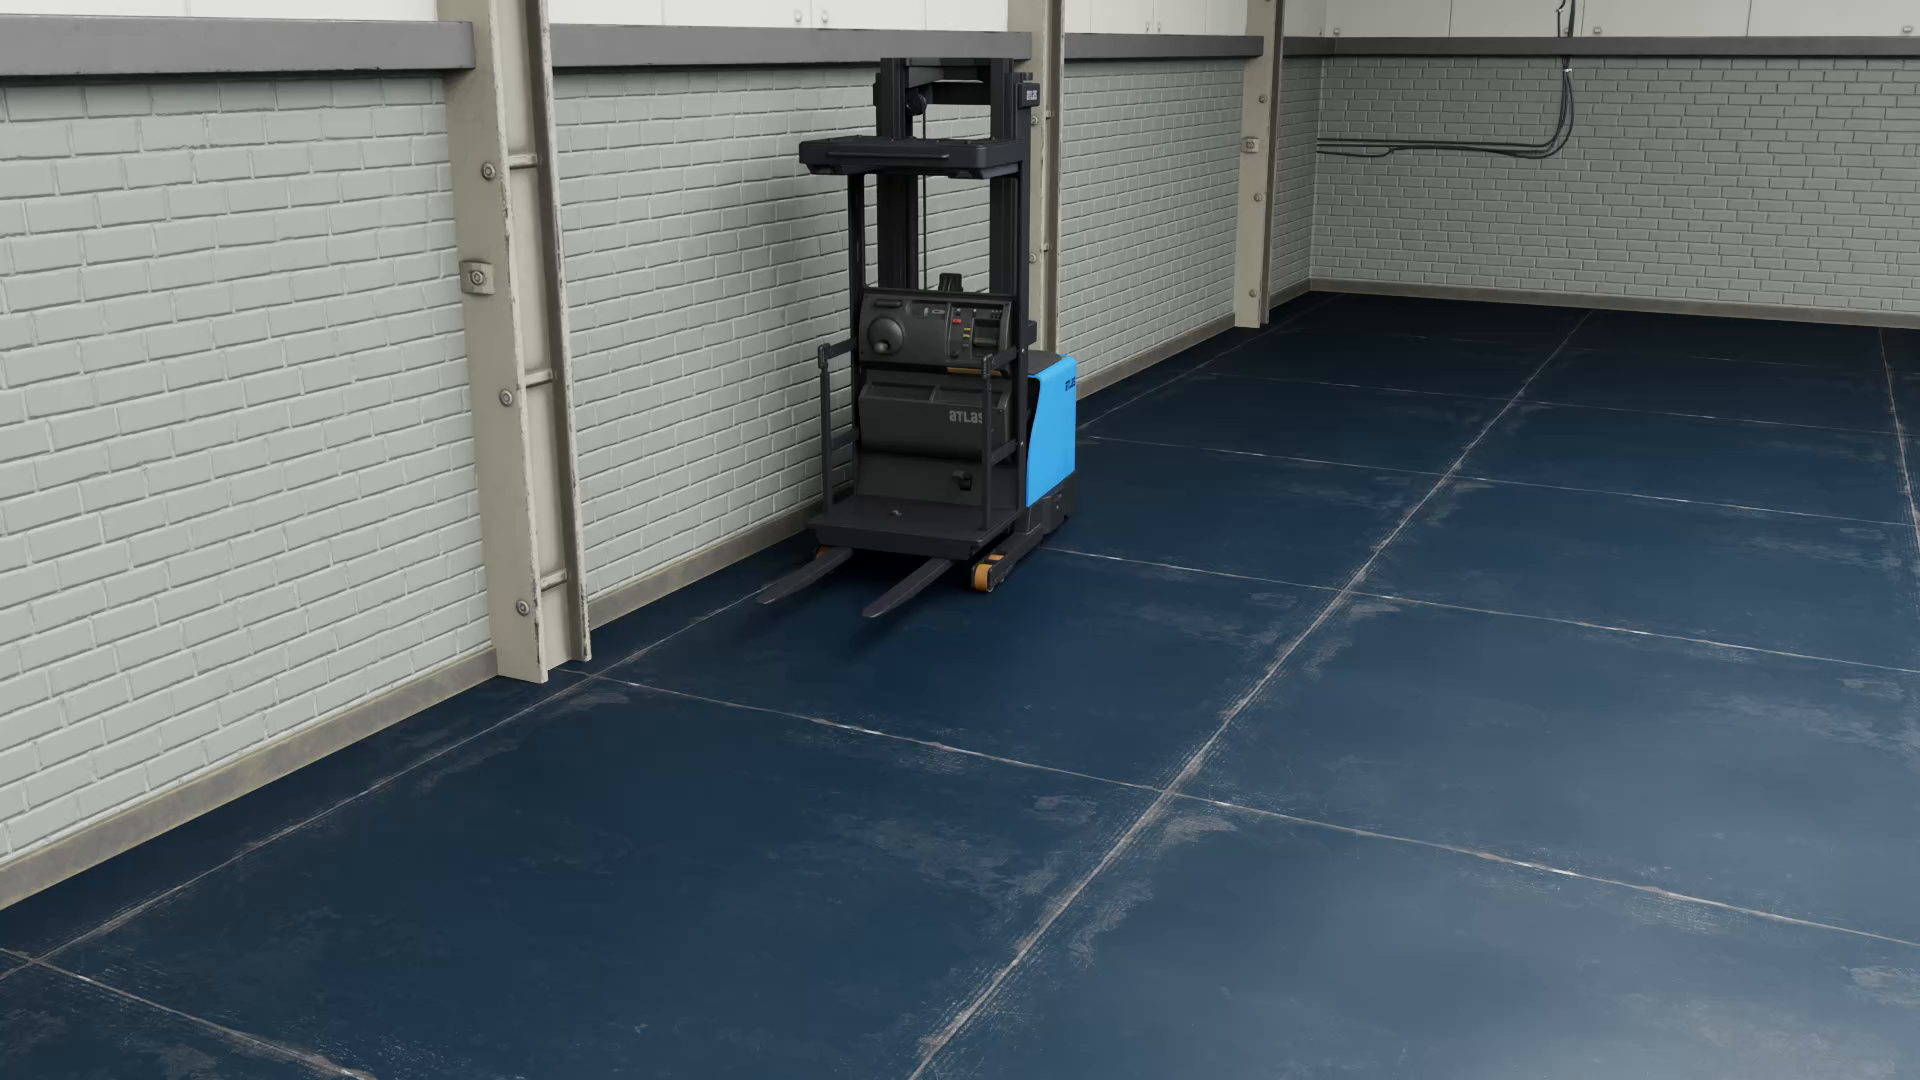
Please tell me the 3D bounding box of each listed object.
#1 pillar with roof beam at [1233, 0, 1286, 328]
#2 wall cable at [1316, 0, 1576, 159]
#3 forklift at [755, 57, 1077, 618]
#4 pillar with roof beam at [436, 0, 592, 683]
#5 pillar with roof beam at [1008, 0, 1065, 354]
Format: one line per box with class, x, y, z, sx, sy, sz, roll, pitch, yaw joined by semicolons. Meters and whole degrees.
pillar with roof beam;7.111;-6.189;15.555;9.100;9.000;0.400;8;18;25
wall cable;5.759;-5.830;19.801;3.097;2.526;0.112;8;18;25
forklift;-0.222;-1.237;9.541;1.130;2.935;3.031;6;18;20
pillar with roof beam;1.748;-3.132;5.264;9.100;9.000;0.400;8;18;25
pillar with roof beam;4.429;-4.660;10.410;9.100;9.000;0.400;8;18;25
